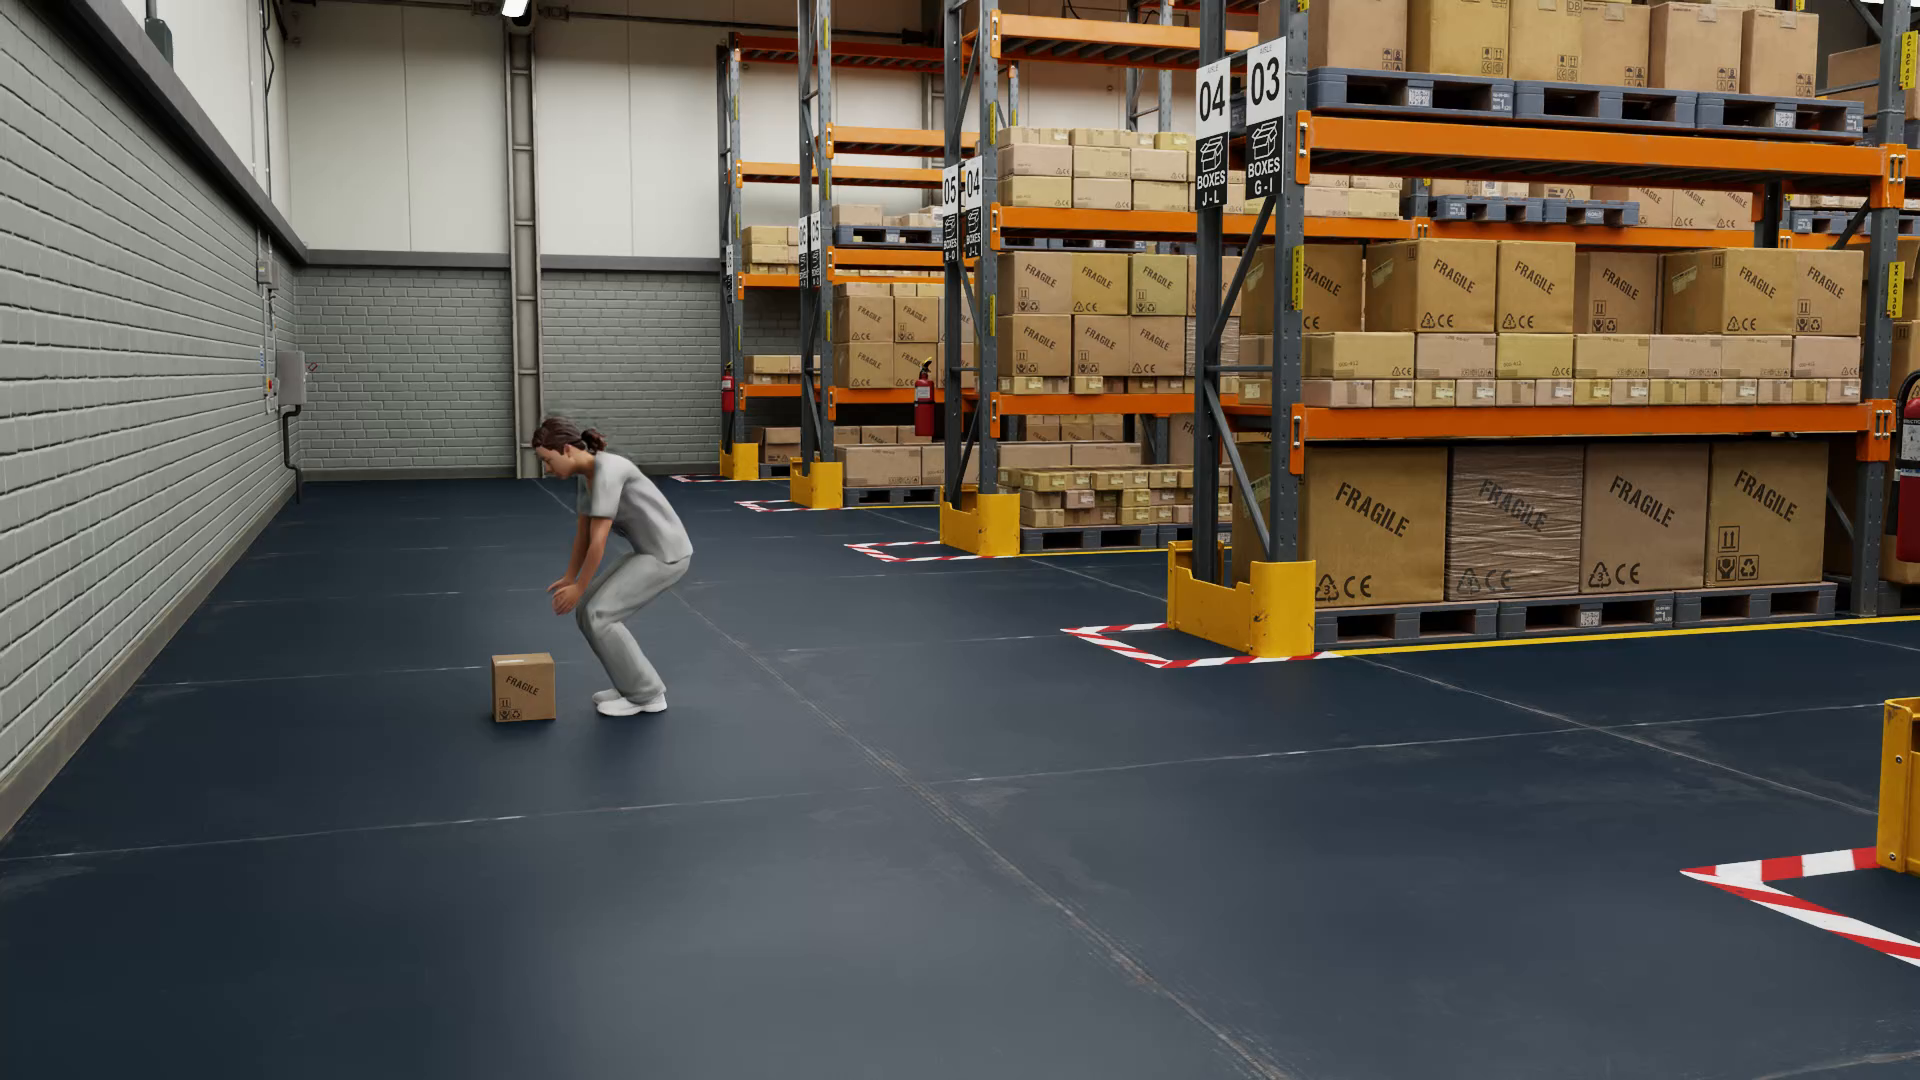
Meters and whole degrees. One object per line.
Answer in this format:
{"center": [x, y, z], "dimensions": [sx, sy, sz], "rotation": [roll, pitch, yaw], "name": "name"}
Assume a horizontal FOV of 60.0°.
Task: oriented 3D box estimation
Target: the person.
{"center": [-1.515, 0.110, 7.300], "dimensions": [0.683, 1.304, 0.494], "rotation": [-2, 6, -19], "name": "person"}
